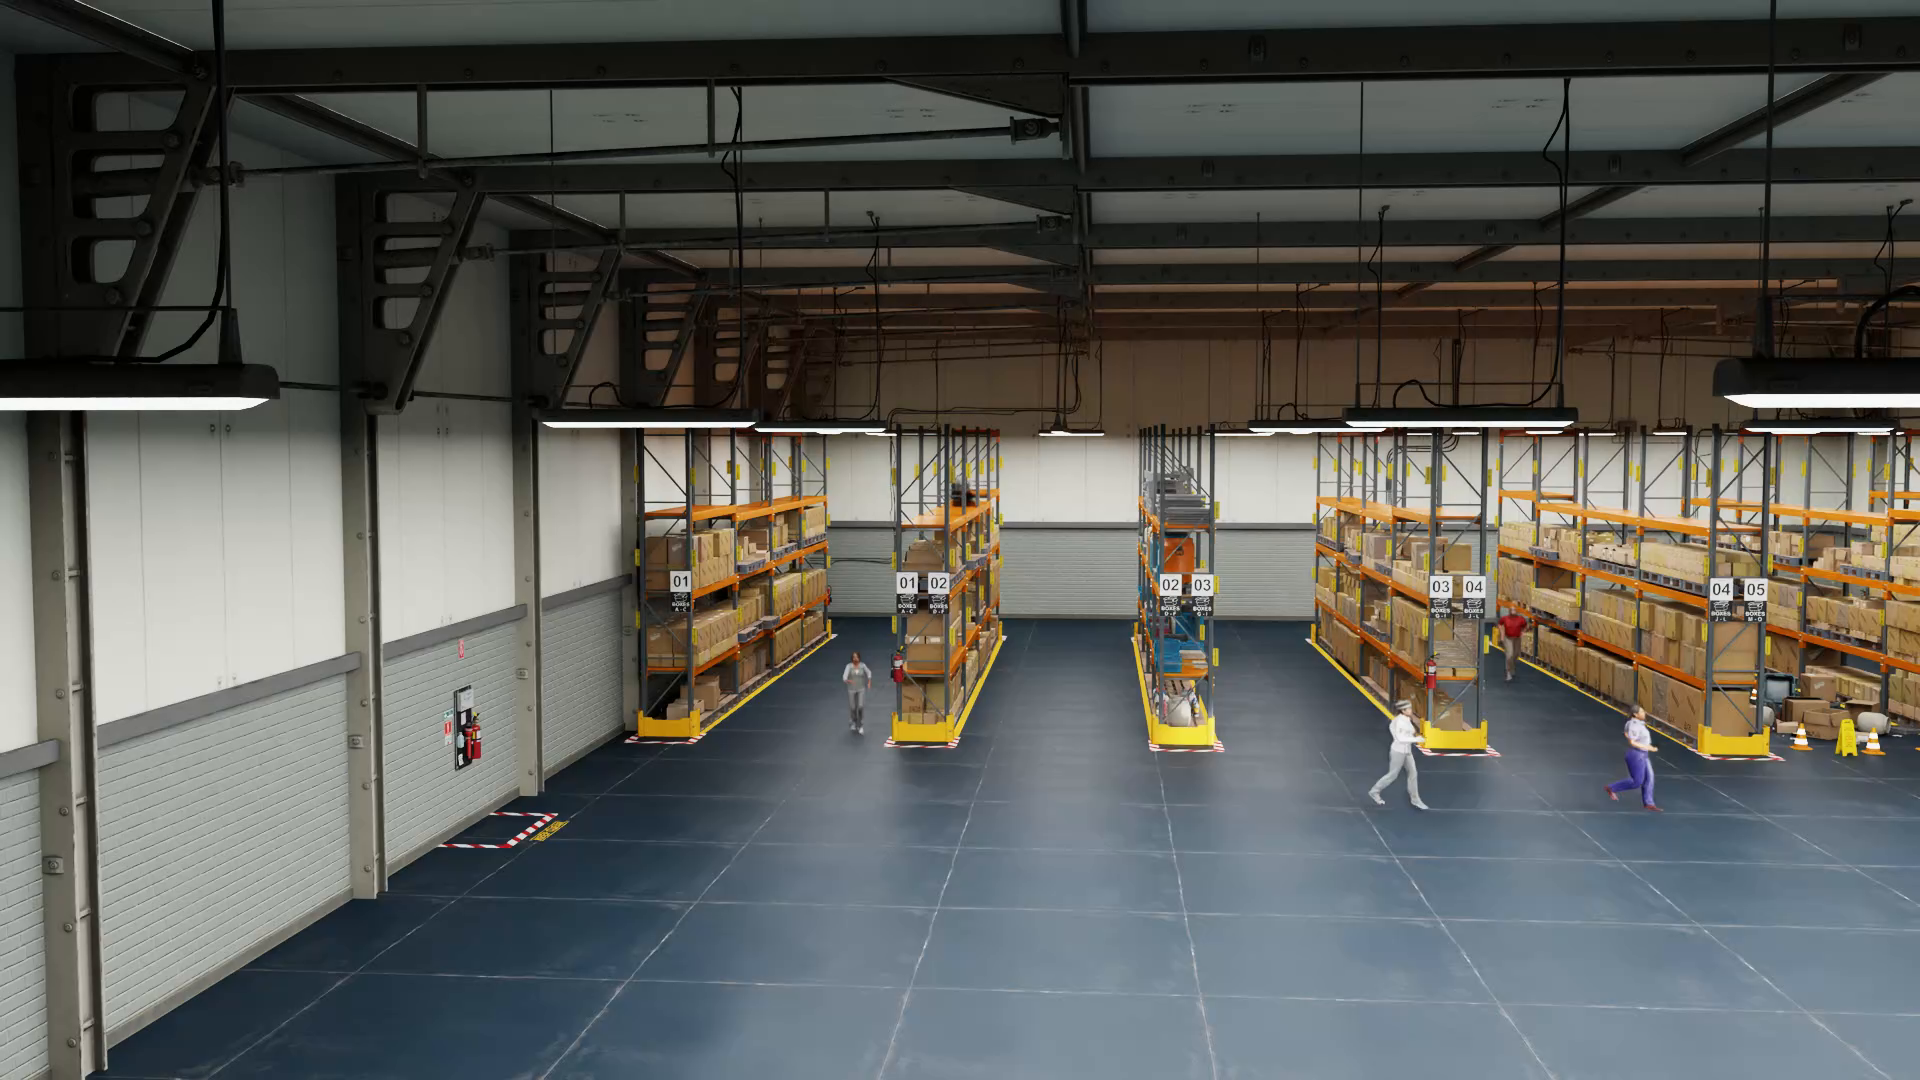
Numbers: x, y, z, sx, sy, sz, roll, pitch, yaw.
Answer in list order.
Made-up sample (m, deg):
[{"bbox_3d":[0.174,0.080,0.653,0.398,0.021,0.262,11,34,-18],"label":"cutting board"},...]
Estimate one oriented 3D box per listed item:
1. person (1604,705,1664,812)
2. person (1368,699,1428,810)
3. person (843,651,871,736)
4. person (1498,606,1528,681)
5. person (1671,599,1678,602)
[{"bbox_3d":[10.393,3.359,25.599,0.849,1.627,0.607,2,4,28],"label":"person"},{"bbox_3d":[6.794,3.301,25.726,0.896,1.707,0.574,2,4,28],"label":"person"},{"bbox_3d":[-1.997,2.976,32.223,0.560,1.656,0.696,0,3,-5],"label":"person"},{"bbox_3d":[13.211,2.443,39.728,0.655,1.772,0.854,0,4,7],"label":"person"},{"bbox_3d":[20.299,2.002,47.247,0.942,1.614,0.614,3,4,36],"label":"person"}]
